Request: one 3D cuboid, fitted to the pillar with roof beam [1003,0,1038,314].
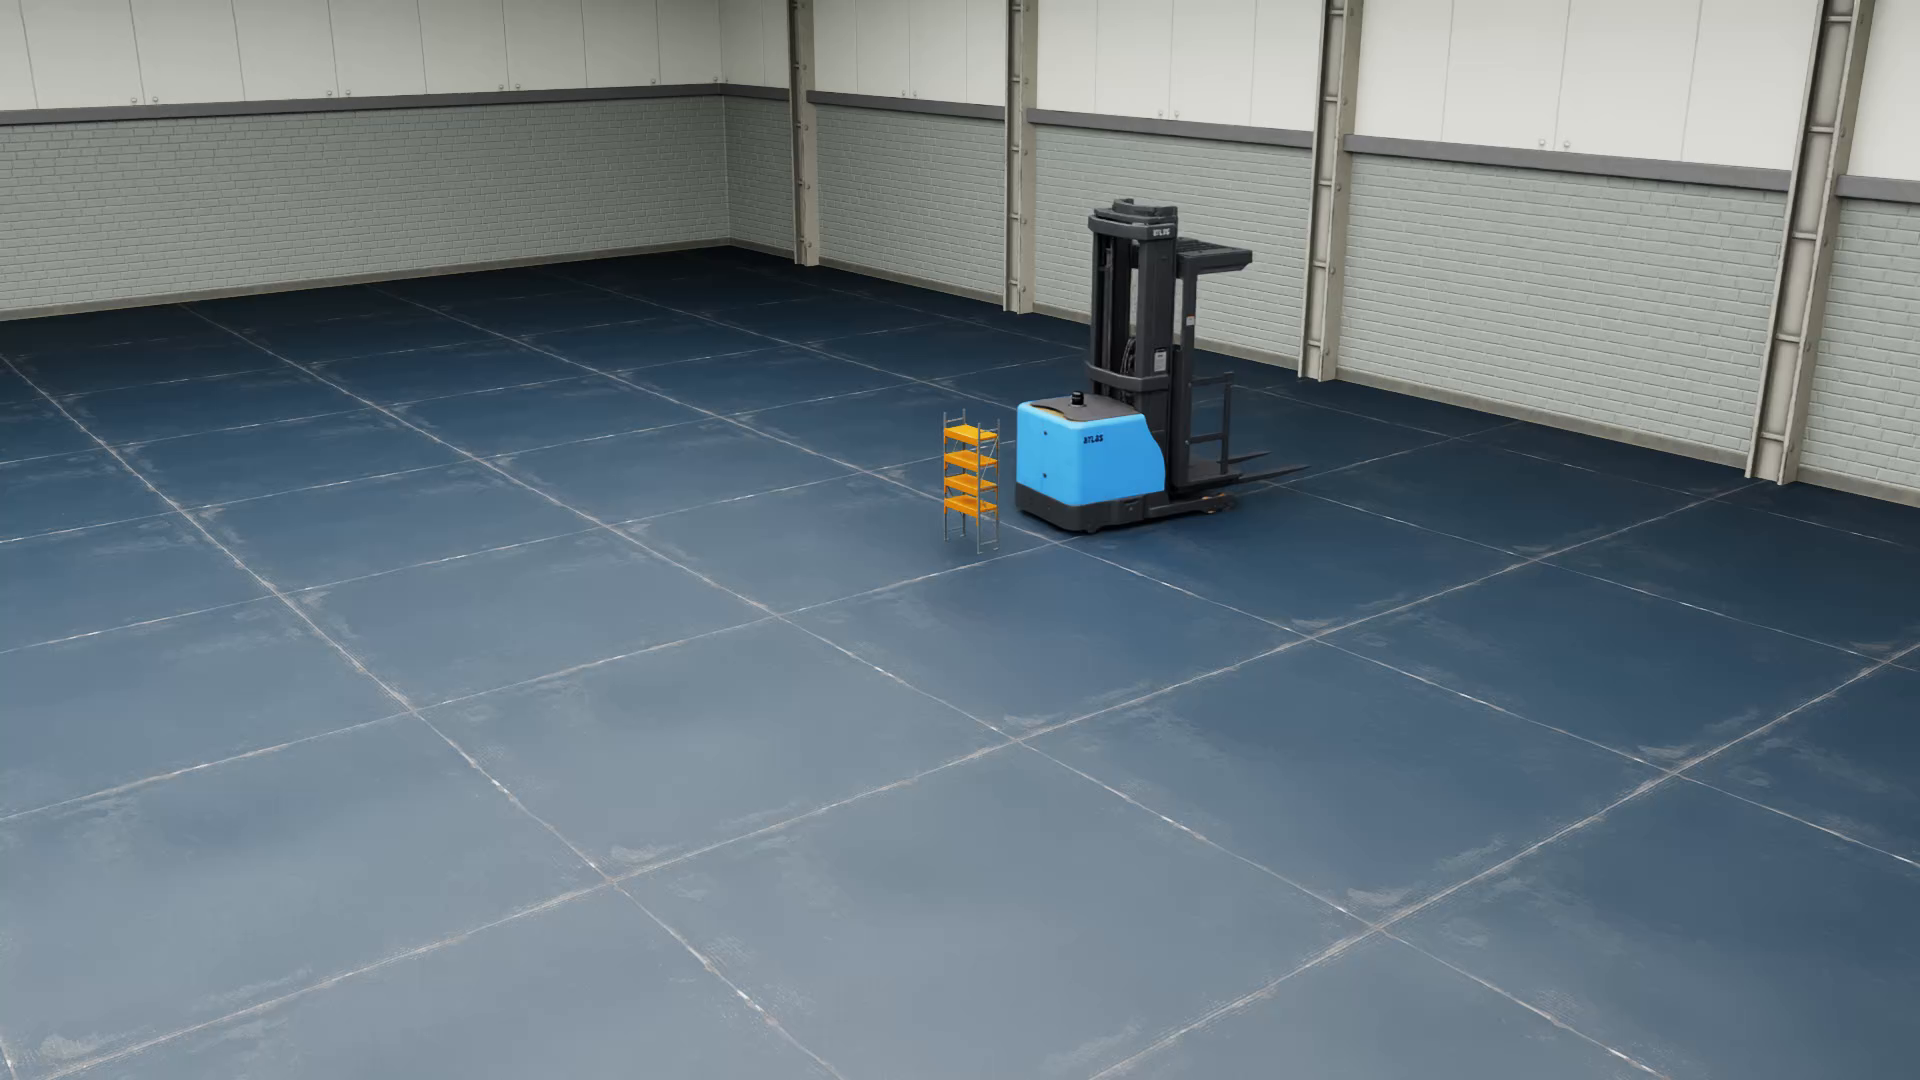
[{"bbox_3d":[-2.454,-7.026,22.152,9.100,9.000,0.400,-14,23,-36],"label":"pillar with roof beam"}]

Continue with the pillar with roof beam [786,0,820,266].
[{"bbox_3d":[-6.180,-8.504,26.617,9.100,9.000,0.400,-14,23,-36],"label":"pillar with roof beam"}]

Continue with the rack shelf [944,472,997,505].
[{"bbox_3d":[0.103,-0.465,14.959,0.258,0.148,0.480,-14,23,-36],"label":"rack shelf"}]

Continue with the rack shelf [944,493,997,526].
[{"bbox_3d":[0.103,-0.276,15.022,0.258,0.148,0.480,-14,23,-36],"label":"rack shelf"}]

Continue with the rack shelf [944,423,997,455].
[{"bbox_3d":[0.103,-0.902,14.815,0.258,0.148,0.480,-14,23,-36],"label":"rack shelf"}]

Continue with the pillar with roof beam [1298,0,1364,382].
[{"bbox_3d":[1.271,-5.547,17.687,9.100,9.000,0.400,-14,23,-36],"label":"pillar with roof beam"}]

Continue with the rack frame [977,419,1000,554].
[{"bbox_3d":[0.254,-0.469,14.757,0.240,1.200,0.015,-14,23,-36],"label":"rack frame"}]

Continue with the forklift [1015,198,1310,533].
[{"bbox_3d":[2.063,-1.775,15.949,3.031,2.935,1.130,-10,21,-29],"label":"forklift"}]

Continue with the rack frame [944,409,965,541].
[{"bbox_3d":[-0.049,-0.589,15.120,0.240,1.200,0.015,-14,23,-36],"label":"rack frame"}]

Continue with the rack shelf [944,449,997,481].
[{"bbox_3d":[0.103,-0.677,14.889,0.258,0.148,0.480,-14,23,-36],"label":"rack shelf"}]

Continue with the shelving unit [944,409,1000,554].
[{"bbox_3d":[0.103,-0.529,14.938,0.258,1.200,0.503,-14,23,-36],"label":"shelving unit"}]

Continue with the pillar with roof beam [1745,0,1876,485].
[{"bbox_3d":[4.996,-4.069,13.222,9.100,9.000,0.400,-14,23,-36],"label":"pillar with roof beam"}]
